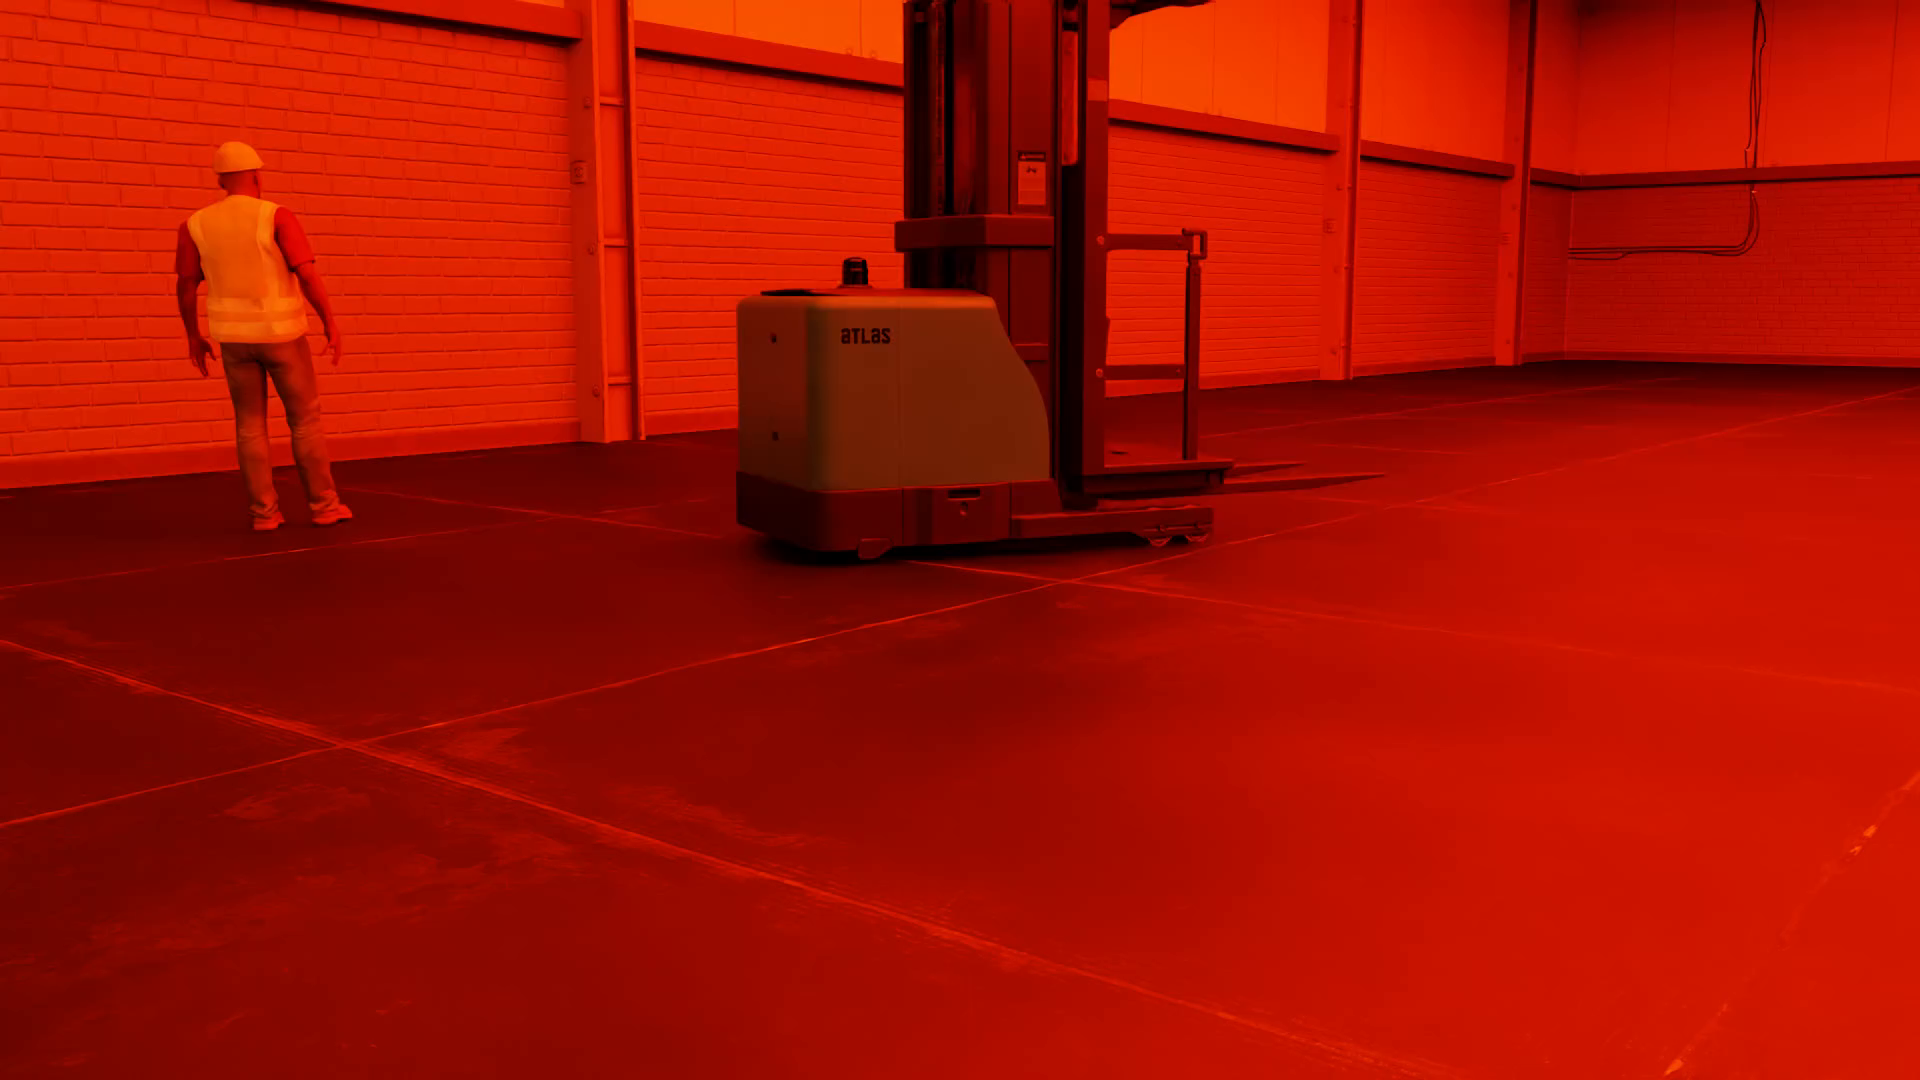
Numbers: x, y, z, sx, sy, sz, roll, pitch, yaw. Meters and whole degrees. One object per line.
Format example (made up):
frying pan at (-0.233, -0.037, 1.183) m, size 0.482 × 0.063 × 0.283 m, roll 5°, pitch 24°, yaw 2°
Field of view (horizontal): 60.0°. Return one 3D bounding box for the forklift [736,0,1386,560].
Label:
forklift at (0.556, -1.493, 7.486) m, size 3.031 × 2.935 × 1.130 m, roll -4°, pitch 9°, yaw -26°

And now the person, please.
person at (-3.214, -0.940, 7.724) m, size 0.708 × 1.771 × 0.568 m, roll 0°, pitch 8°, yaw -3°
